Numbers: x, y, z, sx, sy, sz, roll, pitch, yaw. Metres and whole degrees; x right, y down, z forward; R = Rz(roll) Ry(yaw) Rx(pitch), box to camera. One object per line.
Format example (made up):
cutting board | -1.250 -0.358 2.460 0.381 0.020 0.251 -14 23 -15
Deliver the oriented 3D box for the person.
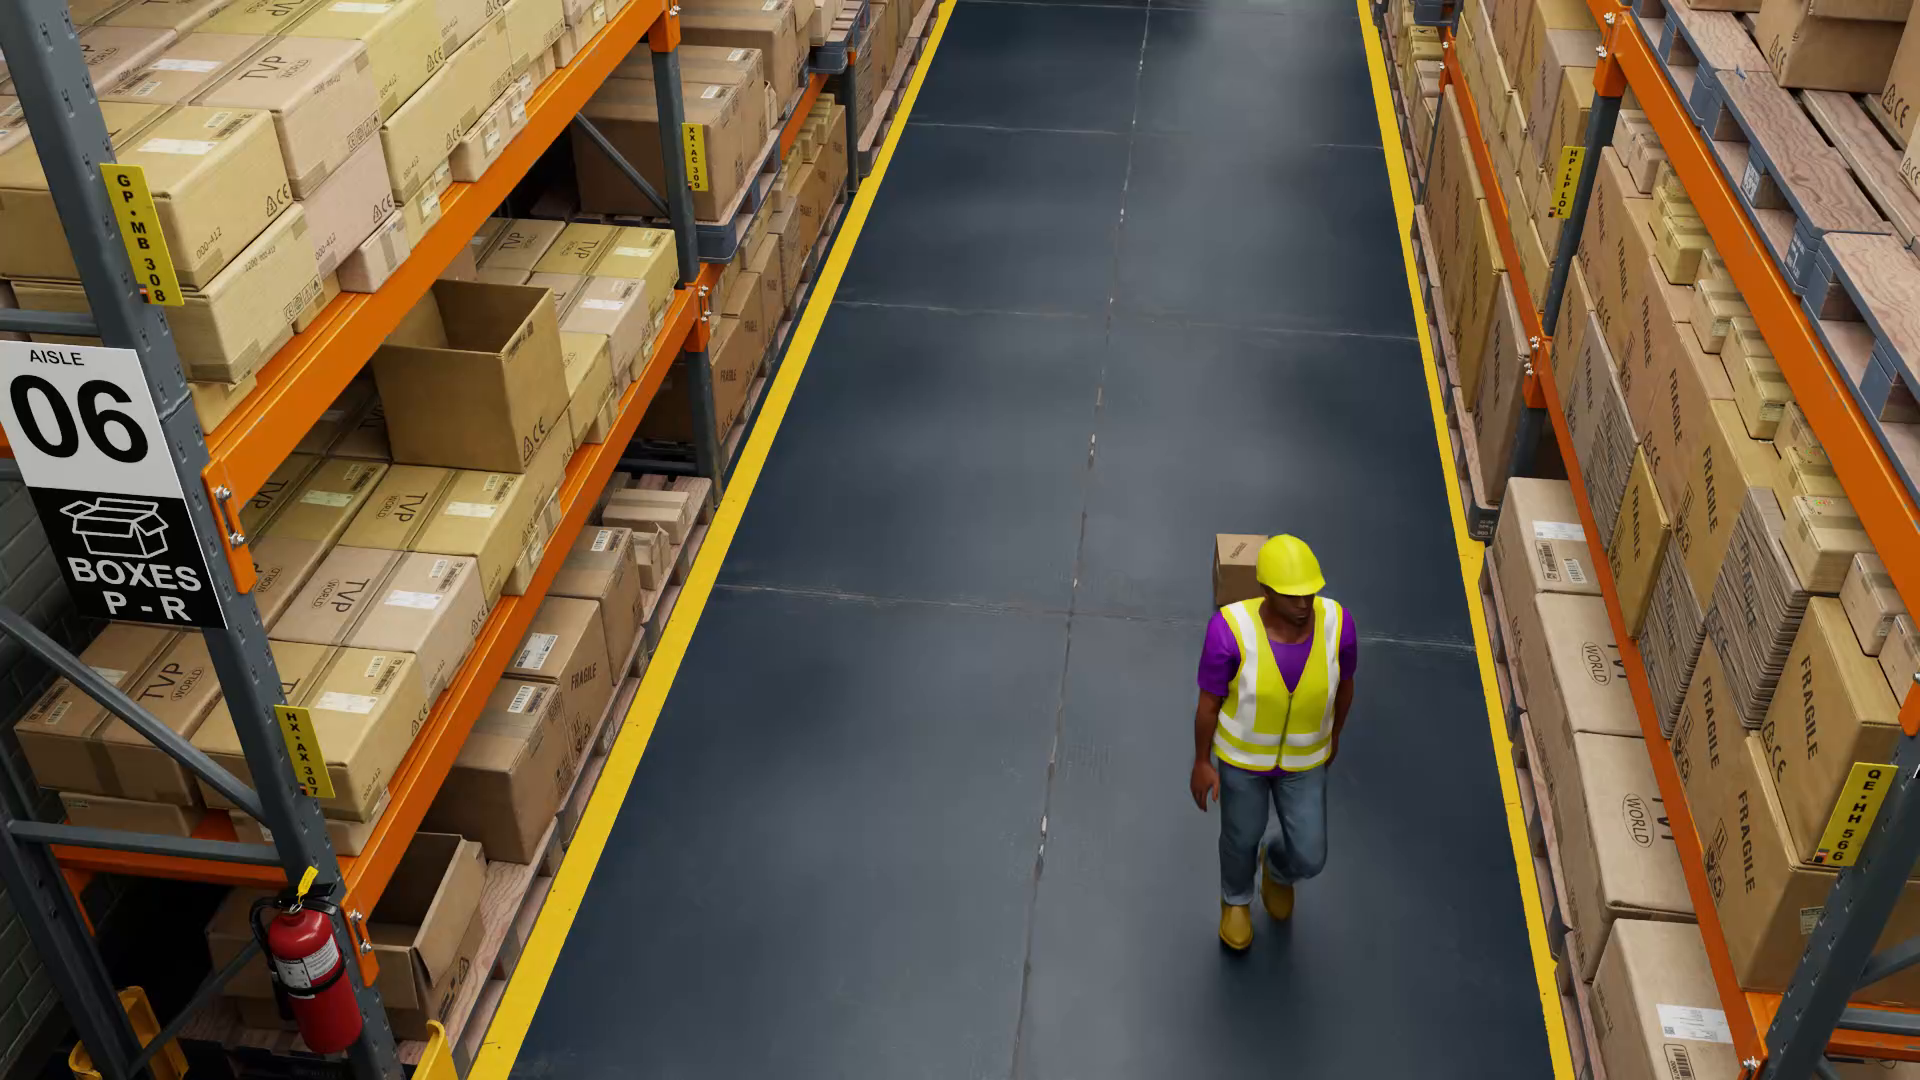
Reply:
person | 1.109 0.774 5.924 0.578 1.773 0.456 0 36 0
